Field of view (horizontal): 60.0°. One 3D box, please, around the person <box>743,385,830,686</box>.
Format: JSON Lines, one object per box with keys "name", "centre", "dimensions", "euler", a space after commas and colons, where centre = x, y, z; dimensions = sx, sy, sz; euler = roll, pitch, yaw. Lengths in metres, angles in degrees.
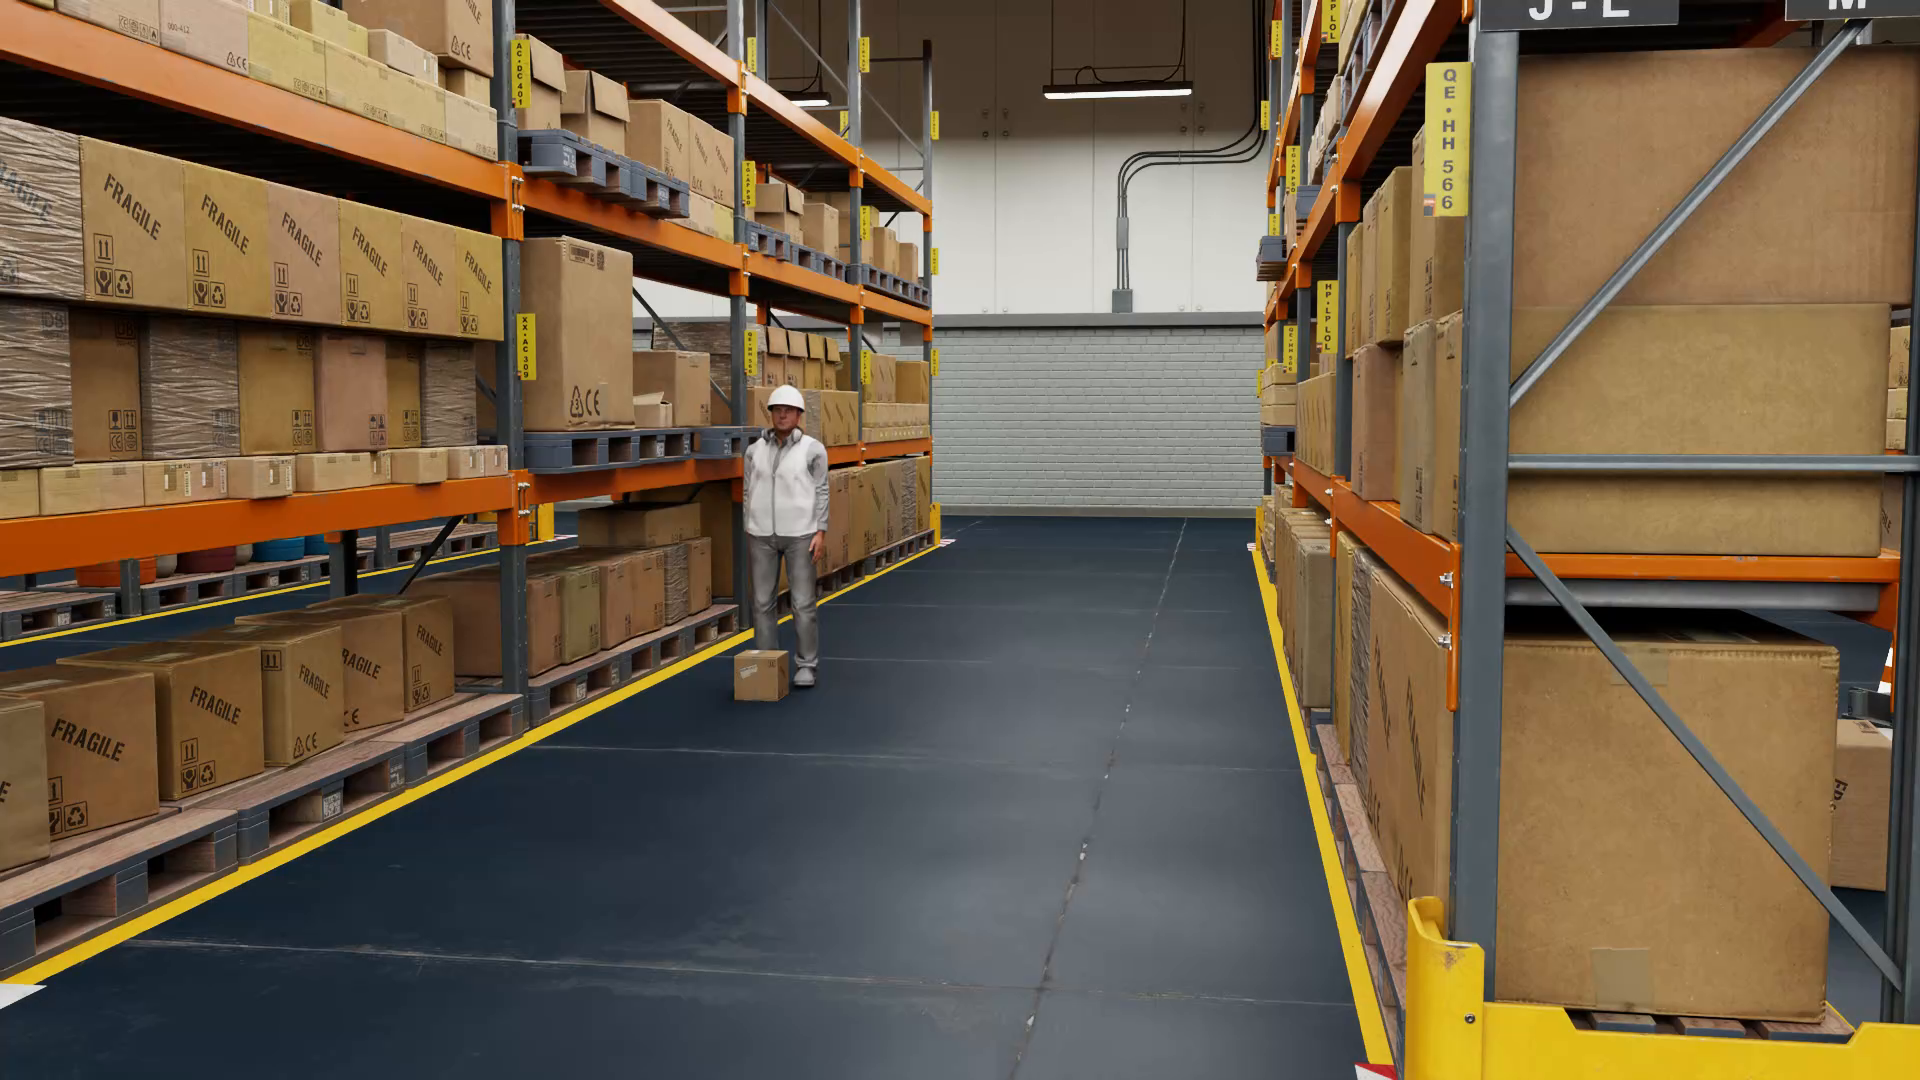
{"name": "person", "centre": [-1.033, -0.028, 9.827], "dimensions": [0.530, 1.769, 0.358], "euler": [1, 4, 10]}
